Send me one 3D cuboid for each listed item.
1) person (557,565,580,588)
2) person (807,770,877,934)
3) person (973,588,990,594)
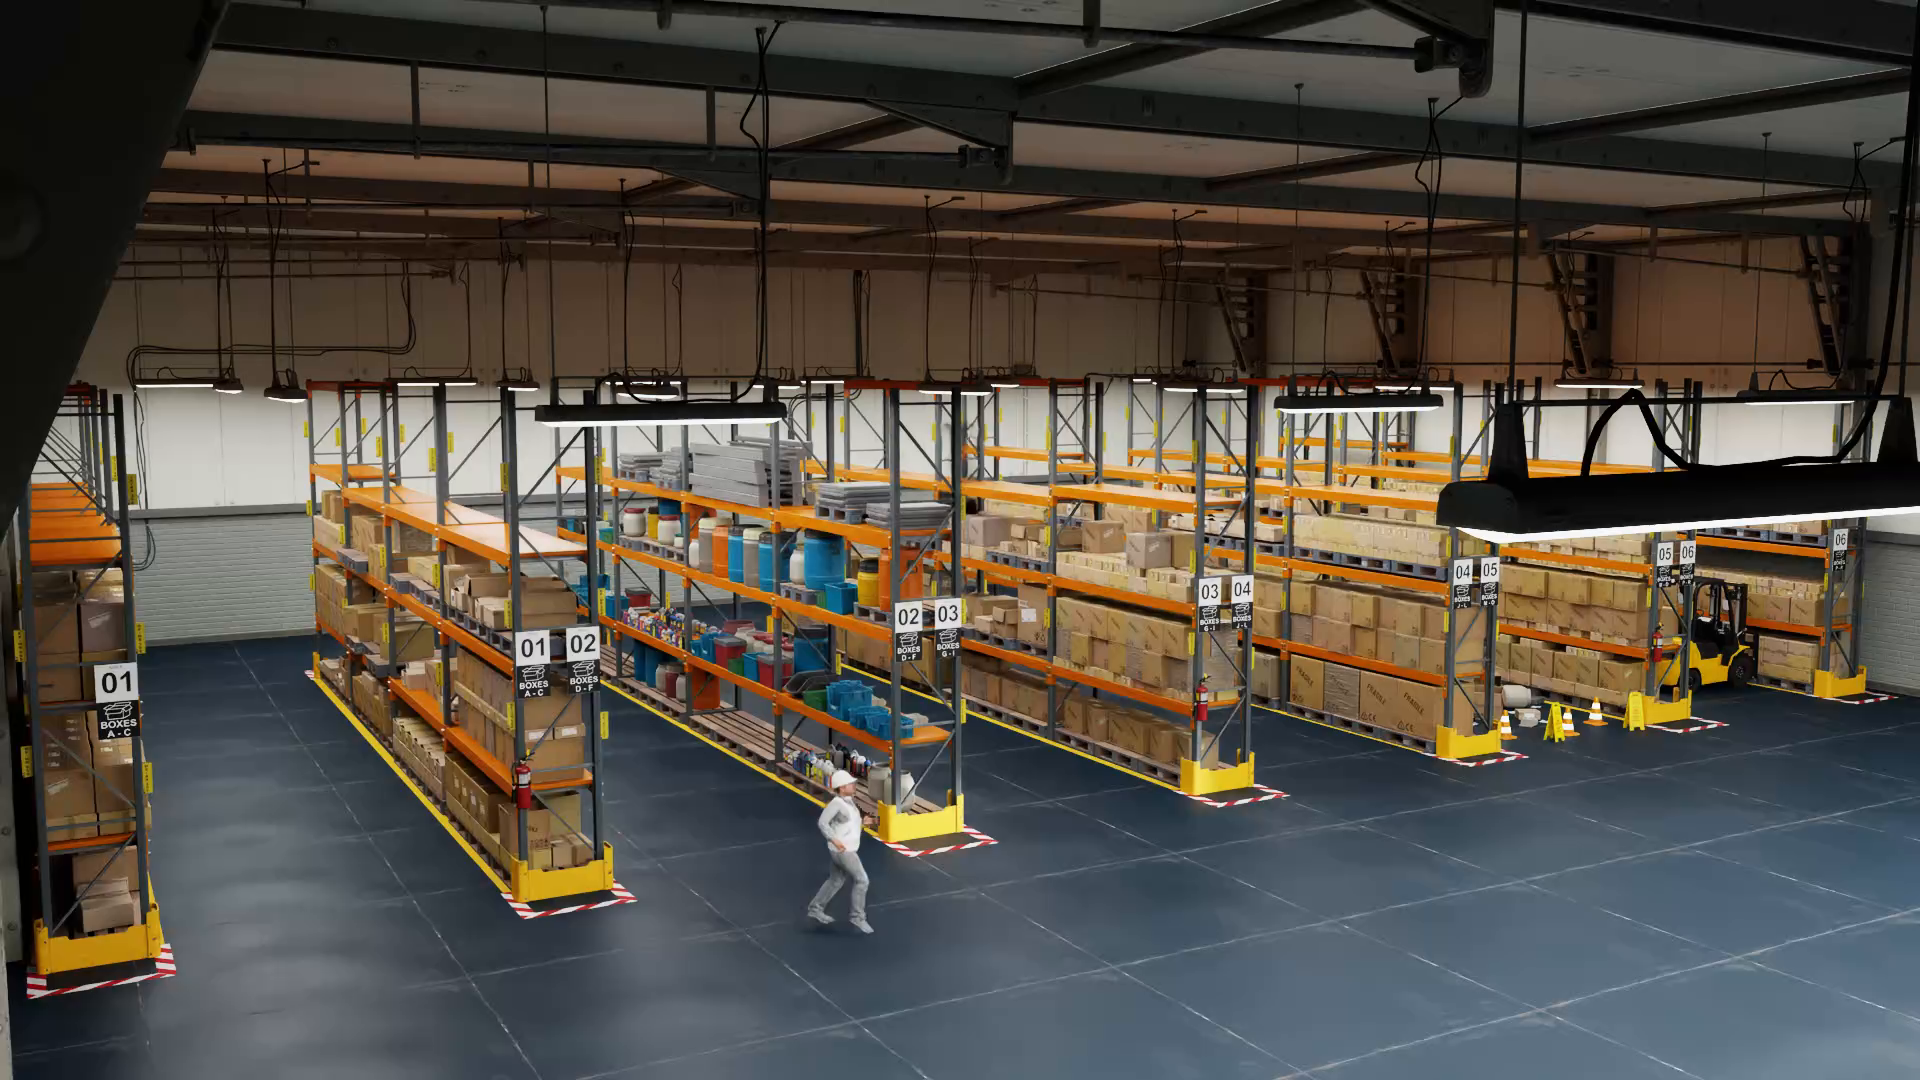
[{"bbox_3d":[-9.009,1.453,37.388,0.977,1.823,0.647,-2,6,-18],"label":"person"},{"bbox_3d":[-1.319,3.482,18.584,0.796,1.837,0.643,0,6,-2],"label":"person"},{"bbox_3d":[0.451,1.650,36.520,0.565,1.633,0.599,-3,7,-27],"label":"person"}]
